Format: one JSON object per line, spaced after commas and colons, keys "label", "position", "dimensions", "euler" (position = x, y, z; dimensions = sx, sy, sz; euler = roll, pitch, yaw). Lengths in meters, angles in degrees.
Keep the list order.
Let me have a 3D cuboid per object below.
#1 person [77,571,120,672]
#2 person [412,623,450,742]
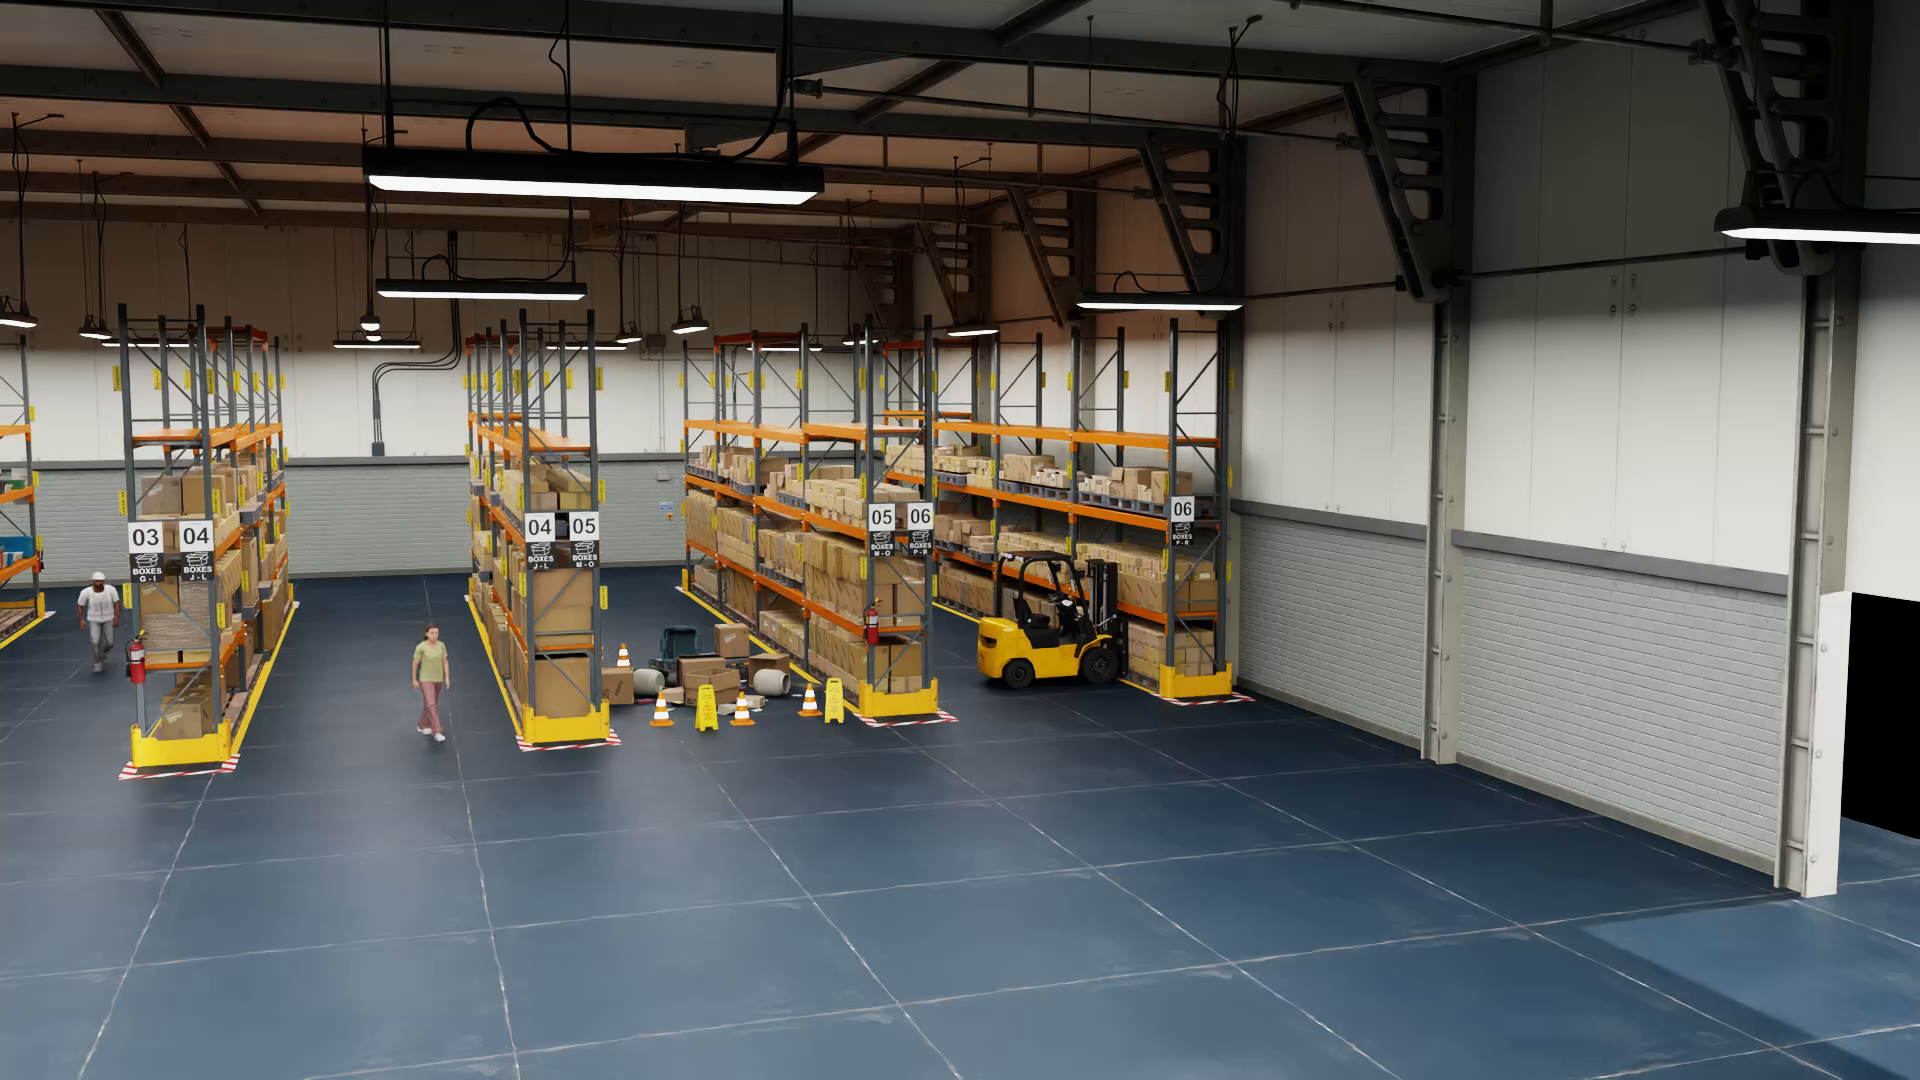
{"label": "person", "position": [-14.995, 1.397, 28.961], "dimensions": [0.659, 1.743, 0.656], "euler": [-4, 7, -34]}
{"label": "person", "position": [-7.362, 1.964, 23.264], "dimensions": [1.010, 1.614, 0.478], "euler": [4, 7, 39]}
